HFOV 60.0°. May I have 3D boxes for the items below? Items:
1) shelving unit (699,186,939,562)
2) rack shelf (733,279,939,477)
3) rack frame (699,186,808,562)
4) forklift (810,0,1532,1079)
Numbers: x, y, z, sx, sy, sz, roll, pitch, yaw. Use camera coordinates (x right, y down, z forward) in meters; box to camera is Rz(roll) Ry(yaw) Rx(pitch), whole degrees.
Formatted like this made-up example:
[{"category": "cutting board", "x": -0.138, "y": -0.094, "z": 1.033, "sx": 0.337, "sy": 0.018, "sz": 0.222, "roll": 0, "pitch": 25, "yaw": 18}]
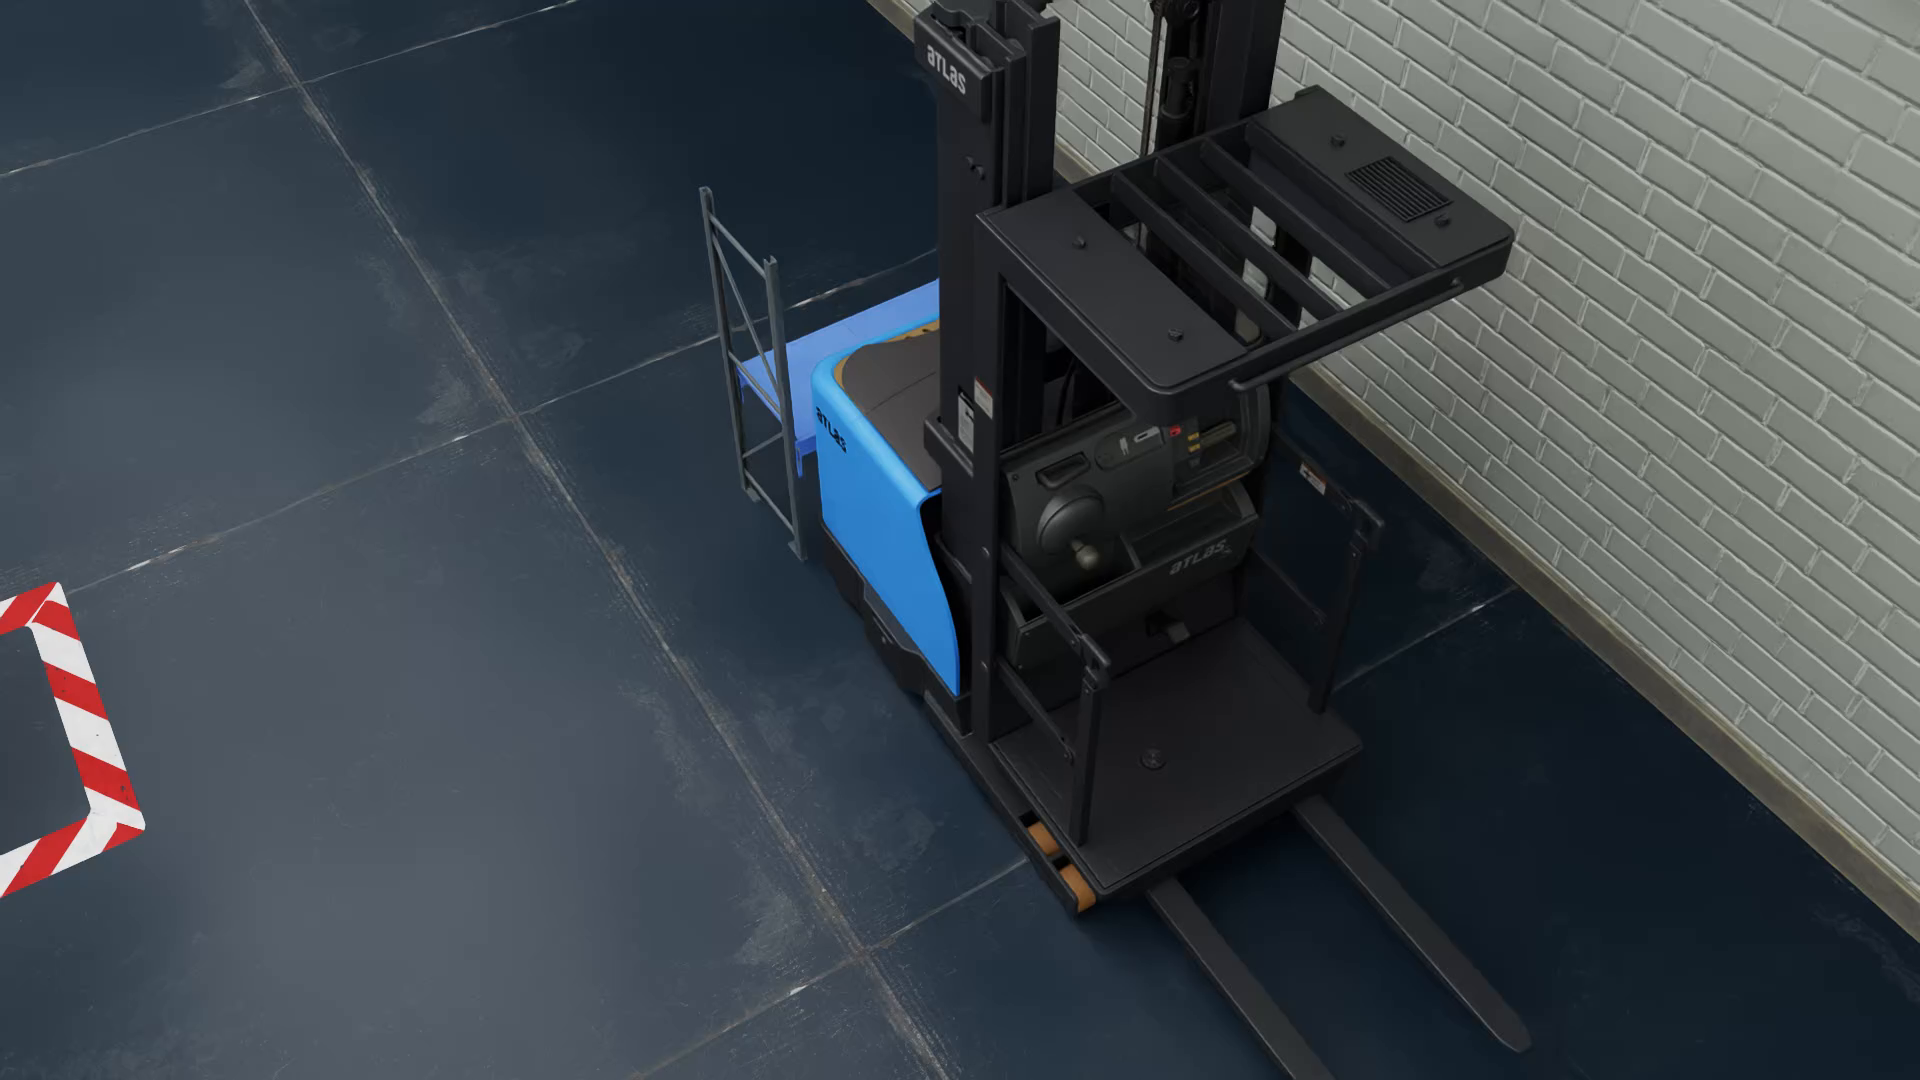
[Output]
[{"category": "shelving unit", "x": -0.333, "y": -0.783, "z": 6.389, "sx": 1.048, "sy": 1.500, "sz": 0.538, "roll": -26, "pitch": 53, "yaw": -22}, {"category": "rack shelf", "x": -0.333, "y": -0.664, "z": 6.523, "sx": 1.000, "sy": 0.185, "sz": 0.538, "roll": -26, "pitch": 53, "yaw": -22}, {"category": "rack frame", "x": -0.756, "y": -0.573, "z": 6.201, "sx": 0.032, "sy": 1.500, "sz": 0.500, "roll": -26, "pitch": 53, "yaw": -22}, {"category": "forklift", "x": 0.659, "y": -0.132, "z": 4.850, "sx": 1.130, "sy": 2.935, "sz": 3.031, "roll": -25, "pitch": 53, "yaw": -20}]
